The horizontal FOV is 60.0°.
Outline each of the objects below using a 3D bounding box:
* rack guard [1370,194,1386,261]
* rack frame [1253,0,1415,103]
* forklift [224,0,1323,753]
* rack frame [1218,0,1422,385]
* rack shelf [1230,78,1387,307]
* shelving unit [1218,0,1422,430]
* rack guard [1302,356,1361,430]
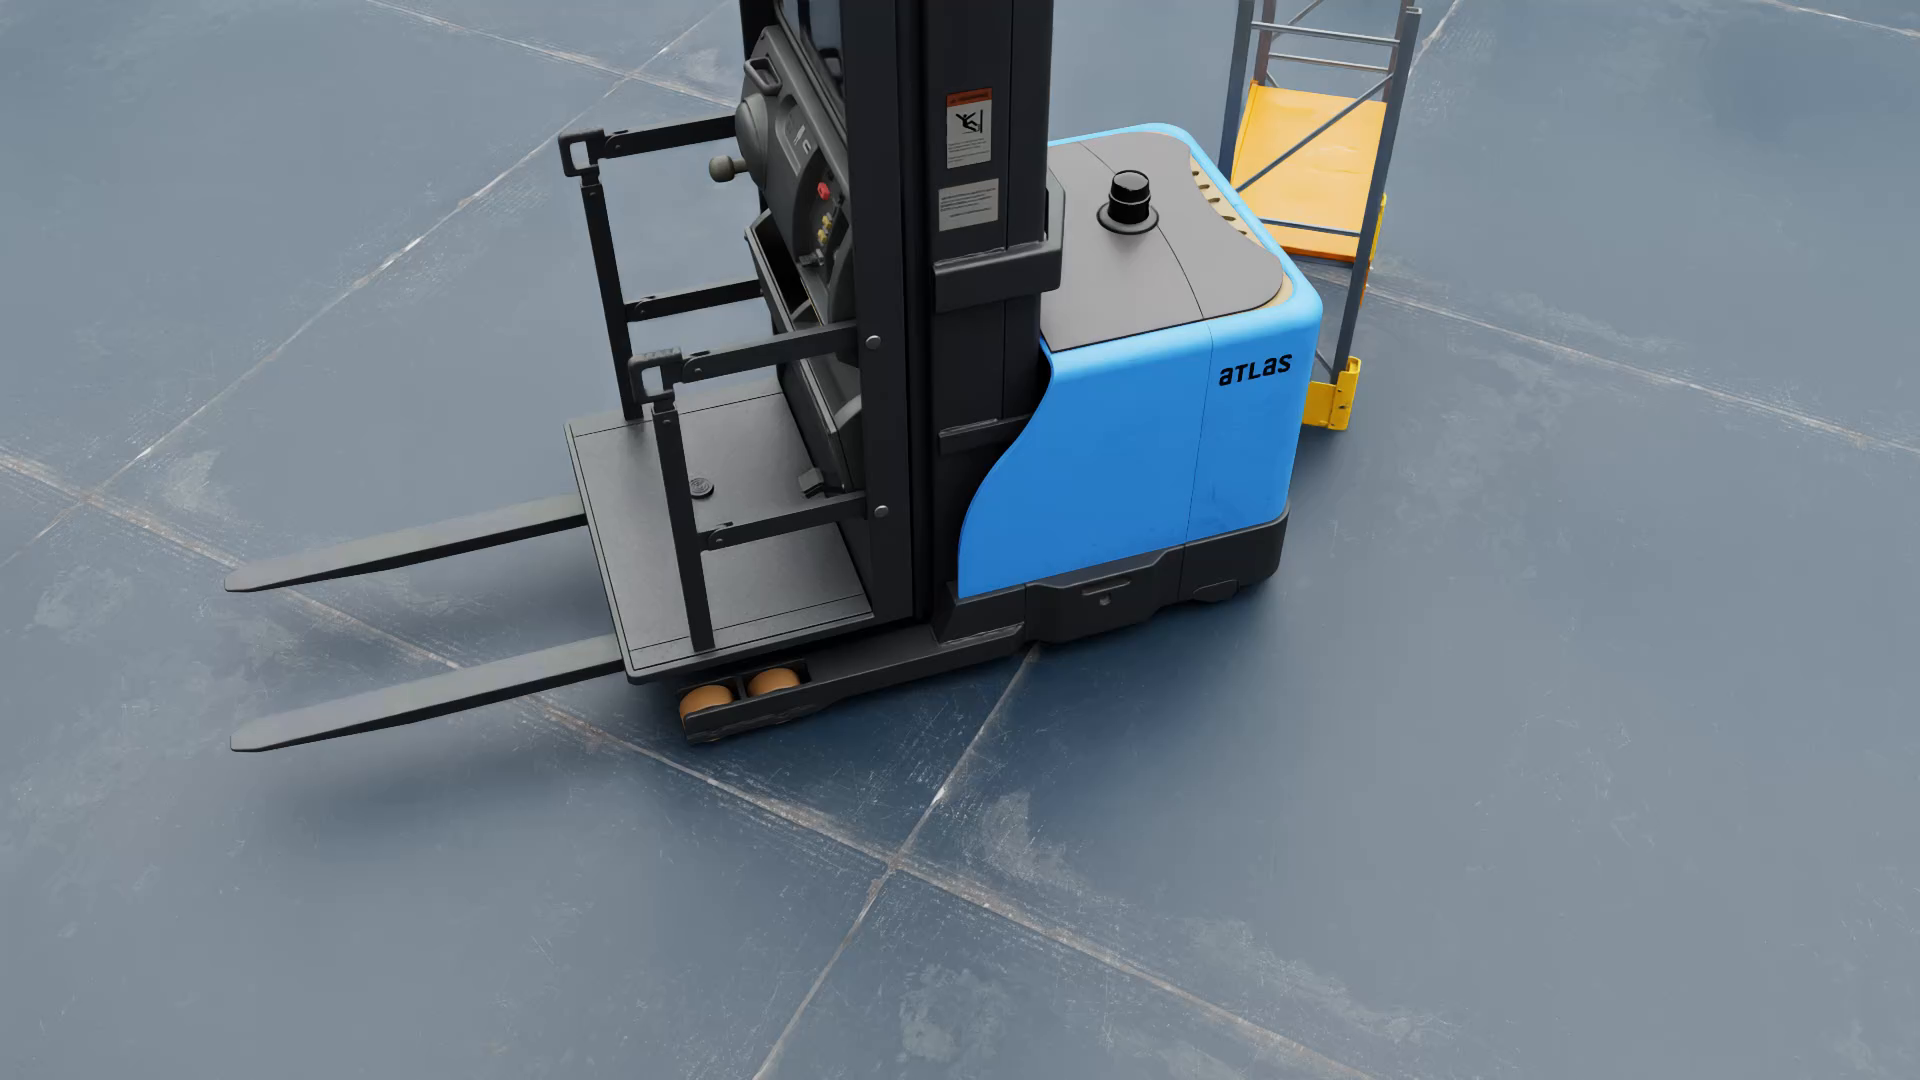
[{"bbox_3d":[1.289,-1.222,6.282,0.587,0.250,0.087,11,46,10],"label":"rack guard"},{"bbox_3d":[1.294,-1.674,5.850,0.500,1.500,0.032,11,46,10],"label":"rack frame"},{"bbox_3d":[-0.596,-0.887,4.066,3.031,2.935,1.130,-14,47,-13],"label":"forklift"},{"bbox_3d":[1.031,-0.976,5.160,0.500,1.500,0.032,11,46,10],"label":"rack frame"},{"bbox_3d":[1.162,-1.198,5.633,0.538,0.185,1.000,11,46,10],"label":"rack shelf"},{"bbox_3d":[1.160,-1.319,5.499,0.587,1.500,1.083,11,46,10],"label":"shelving unit"},{"bbox_3d":[1.032,-0.537,5.605,0.587,0.250,0.087,11,46,10],"label":"rack guard"}]
